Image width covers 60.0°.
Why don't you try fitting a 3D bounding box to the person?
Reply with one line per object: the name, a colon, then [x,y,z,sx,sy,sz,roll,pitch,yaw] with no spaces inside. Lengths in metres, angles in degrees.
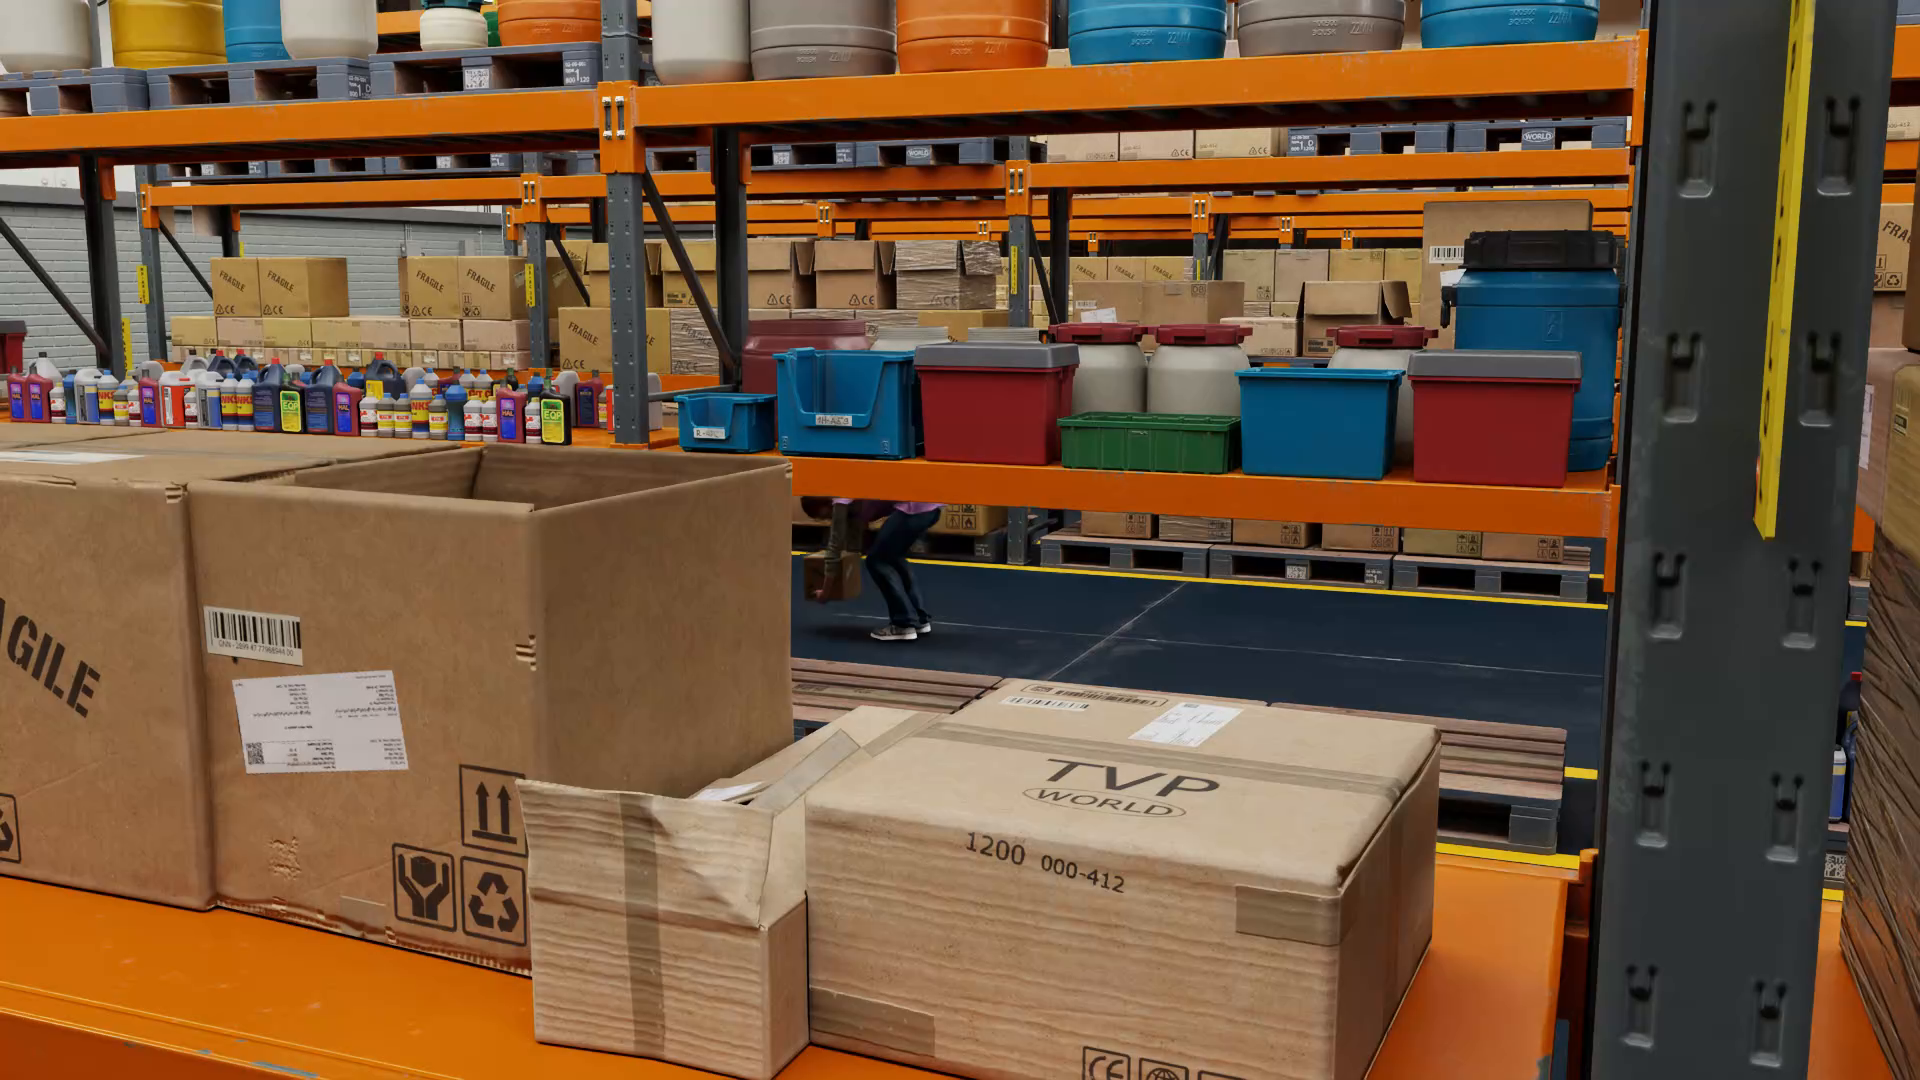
person: [-0.507,0.065,9.500,0.870,0.969,0.406,3,9,19]
